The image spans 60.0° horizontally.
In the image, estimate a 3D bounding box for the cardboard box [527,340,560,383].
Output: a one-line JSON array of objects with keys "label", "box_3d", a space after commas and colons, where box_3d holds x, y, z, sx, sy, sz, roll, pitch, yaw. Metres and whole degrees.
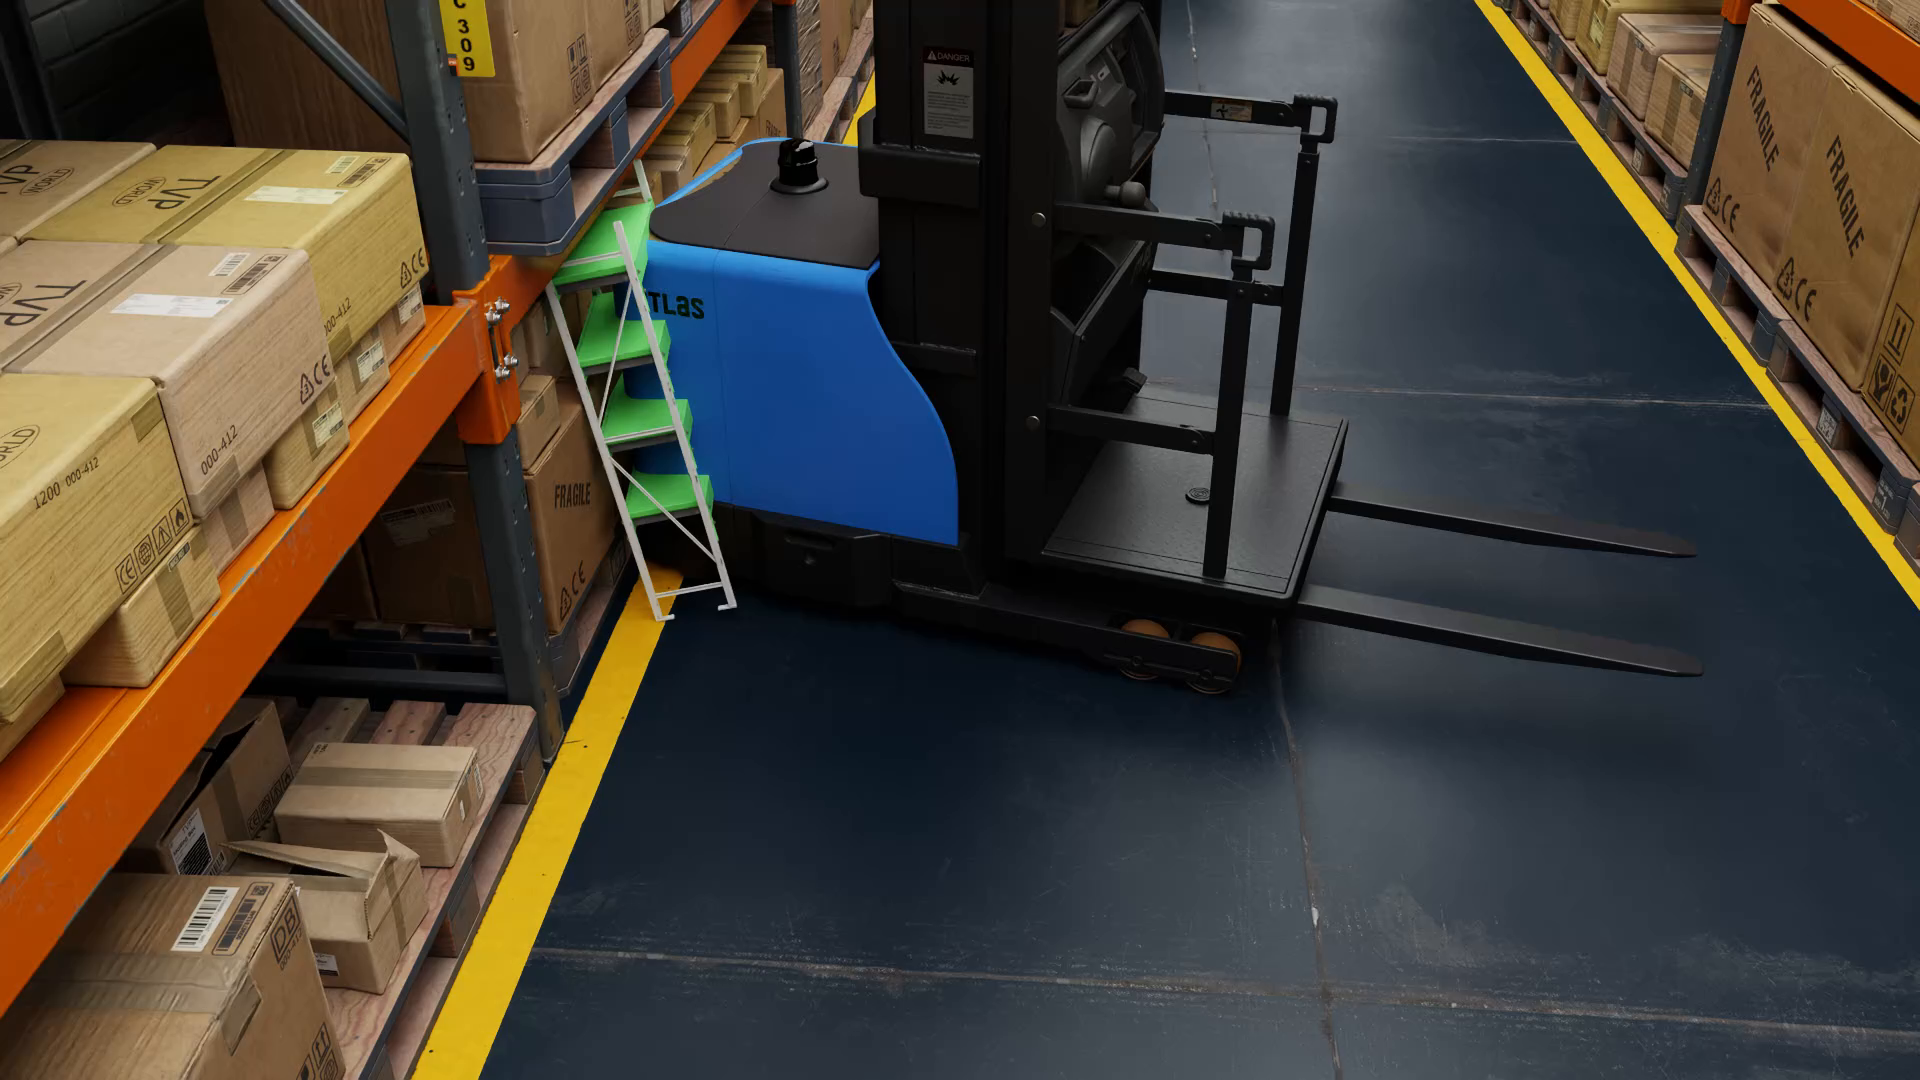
[{"label": "cardboard box", "box_3d": [-1.309, -0.460, 4.502, 0.380, 0.149, 0.250, 2, 32, 3]}]

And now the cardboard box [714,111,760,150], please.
[{"label": "cardboard box", "box_3d": [-1.094, -1.460, 6.742, 0.500, 0.500, 0.500, 2, 32, 3]}]

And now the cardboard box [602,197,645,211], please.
[{"label": "cardboard box", "box_3d": [-1.210, -0.998, 5.374, 0.380, 0.149, 0.250, 4, 32, 6]}]

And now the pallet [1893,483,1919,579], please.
[{"label": "pallet", "box_3d": [3.387, 0.245, 4.651, 1.003, 0.211, 1.213, 2, 32, 4]}]

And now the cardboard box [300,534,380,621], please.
[{"label": "cardboard box", "box_3d": [-1.803, -0.129, 4.583, 0.500, 0.500, 0.500, 2, 32, 4]}]

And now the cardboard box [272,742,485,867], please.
[{"label": "cardboard box", "box_3d": [-1.301, 0.593, 3.745, 0.380, 0.149, 0.250, 2, 32, 2]}]

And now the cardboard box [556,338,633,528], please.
[{"label": "cardboard box", "box_3d": [-1.251, -0.382, 4.993, 0.500, 0.500, 0.500, 2, 32, 3]}]

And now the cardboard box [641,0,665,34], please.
[{"label": "cardboard box", "box_3d": [-1.053, -1.577, 4.678, 0.396, 0.266, 0.258, 4, 32, 6]}]

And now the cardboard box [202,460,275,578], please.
[{"label": "cardboard box", "box_3d": [-1.368, -0.051, 2.713, 0.380, 0.149, 0.250, 3, 32, 5]}]

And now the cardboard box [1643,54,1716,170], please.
[{"label": "cardboard box", "box_3d": [3.781, -1.982, 7.711, 0.950, 0.372, 0.625, 0, 32, 1]}]

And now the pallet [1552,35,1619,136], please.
[{"label": "pallet", "box_3d": [3.892, -2.484, 9.080, 1.003, 0.211, 1.213, 2, 32, 4]}]

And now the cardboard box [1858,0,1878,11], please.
[{"label": "cardboard box", "box_3d": [3.410, -2.049, 5.858, 0.500, 0.250, 0.500, 2, 32, 3]}]

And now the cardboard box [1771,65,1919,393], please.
[{"label": "cardboard box", "box_3d": [3.509, -1.077, 5.764, 0.875, 0.875, 0.875, 3, 32, 5]}]

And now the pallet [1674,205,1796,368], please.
[{"label": "pallet", "box_3d": [3.585, -1.031, 6.721, 1.003, 0.211, 1.213, 2, 32, 4]}]

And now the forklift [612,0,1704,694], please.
[{"label": "forklift", "box_3d": [0.588, -1.140, 4.306, 3.031, 2.935, 1.130, 10, 33, 16]}]

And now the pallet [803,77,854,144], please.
[{"label": "pallet", "box_3d": [-1.117, -2.079, 8.422, 1.003, 0.211, 1.213, 2, 32, 4]}]

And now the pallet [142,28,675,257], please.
[{"label": "pallet", "box_3d": [-1.375, -1.077, 4.321, 1.003, 0.211, 1.213, 2, 32, 4]}]

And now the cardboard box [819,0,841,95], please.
[{"label": "cardboard box", "box_3d": [-1.113, -2.672, 8.590, 0.875, 0.625, 0.625, 3, 32, 6]}]

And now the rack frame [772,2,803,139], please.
[{"label": "rack frame", "box_3d": [-1.223, -2.837, 6.994, 1.000, 3.000, 0.127, 2, 32, 4]}]

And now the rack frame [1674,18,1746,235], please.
[{"label": "rack frame", "box_3d": [3.725, -2.627, 6.653, 1.000, 3.000, 0.127, 2, 32, 4]}]

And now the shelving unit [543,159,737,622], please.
[{"label": "shelving unit", "box_3d": [-0.891, -0.413, 4.755, 0.258, 1.200, 0.503, -11, 31, 2]}]

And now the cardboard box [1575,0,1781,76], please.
[{"label": "cardboard box", "box_3d": [3.900, -2.764, 8.981, 0.950, 0.372, 0.625, 3, 32, 6]}]

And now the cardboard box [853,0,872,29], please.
[{"label": "cardboard box", "box_3d": [-0.999, -3.418, 9.800, 0.875, 0.625, 0.625, 2, 32, 3]}]

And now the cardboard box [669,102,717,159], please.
[{"label": "cardboard box", "box_3d": [-1.134, -1.543, 6.258, 0.380, 0.149, 0.250, 3, 32, 5]}]

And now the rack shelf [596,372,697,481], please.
[{"label": "rack shelf", "box_3d": [-0.879, -0.360, 4.788, 0.258, 0.148, 0.480, -11, 31, 2]}]

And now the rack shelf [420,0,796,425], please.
[{"label": "rack shelf", "box_3d": [-1.386, -1.485, 5.486, 1.077, 0.370, 4.000, 2, 32, 4]}]

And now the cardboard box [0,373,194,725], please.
[{"label": "cardboard box", "box_3d": [-1.427, -0.009, 2.264, 0.500, 0.250, 0.500, 2, 32, 4]}]

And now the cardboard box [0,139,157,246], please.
[{"label": "cardboard box", "box_3d": [-1.858, -0.561, 3.160, 0.500, 0.250, 0.500, 2, 32, 3]}]

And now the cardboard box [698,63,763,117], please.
[{"label": "cardboard box", "box_3d": [-1.002, -1.815, 6.699, 0.380, 0.149, 0.250, 1, 32, 1]}]

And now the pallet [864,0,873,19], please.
[{"label": "pallet", "box_3d": [-0.918, -3.354, 10.492, 1.003, 0.211, 1.213, 2, 32, 4]}]

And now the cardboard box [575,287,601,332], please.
[{"label": "cardboard box", "box_3d": [-1.290, -0.739, 4.954, 0.380, 0.149, 0.250, 2, 32, 3]}]

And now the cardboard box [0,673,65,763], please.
[{"label": "cardboard box", "box_3d": [-1.493, 0.214, 2.283, 0.380, 0.149, 0.250, 3, 32, 5]}]

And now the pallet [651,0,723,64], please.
[{"label": "pallet", "box_3d": [-1.376, -1.738, 5.394, 1.003, 0.211, 1.213, 2, 32, 4]}]

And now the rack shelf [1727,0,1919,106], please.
[{"label": "rack shelf", "box_3d": [3.562, -1.275, 5.145, 1.077, 0.370, 4.000, 2, 32, 4]}]

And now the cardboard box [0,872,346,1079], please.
[{"label": "cardboard box", "box_3d": [-1.537, 0.928, 2.868, 0.700, 0.500, 0.500, 1, 32, 2]}]

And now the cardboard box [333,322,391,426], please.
[{"label": "cardboard box", "box_3d": [-1.322, -0.324, 3.156, 0.380, 0.149, 0.250, 3, 32, 5]}]

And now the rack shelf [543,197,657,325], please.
[{"label": "rack shelf", "box_3d": [-0.964, -0.761, 4.538, 0.258, 0.148, 0.480, -11, 31, 2]}]

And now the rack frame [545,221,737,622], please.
[{"label": "rack frame", "box_3d": [-0.875, -0.287, 4.547, 0.240, 1.200, 0.015, -11, 31, 2]}]

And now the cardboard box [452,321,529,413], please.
[{"label": "cardboard box", "box_3d": [-1.314, -0.441, 4.188, 0.380, 0.149, 0.250, 2, 32, 3]}]

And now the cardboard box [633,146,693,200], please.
[{"label": "cardboard box", "box_3d": [-1.146, -1.266, 5.810, 0.380, 0.149, 0.250, 1, 32, 2]}]

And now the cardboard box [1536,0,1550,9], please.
[{"label": "cardboard box", "box_3d": [4.010, -3.504, 10.181, 0.950, 0.372, 0.625, 3, 32, 5]}]

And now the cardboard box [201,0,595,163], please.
[{"label": "cardboard box", "box_3d": [-1.286, -1.210, 3.859, 0.700, 0.500, 0.500, 3, 32, 5]}]

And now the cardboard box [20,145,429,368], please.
[{"label": "cardboard box", "box_3d": [-1.347, -0.531, 3.113, 0.500, 0.250, 0.500, 3, 32, 5]}]
